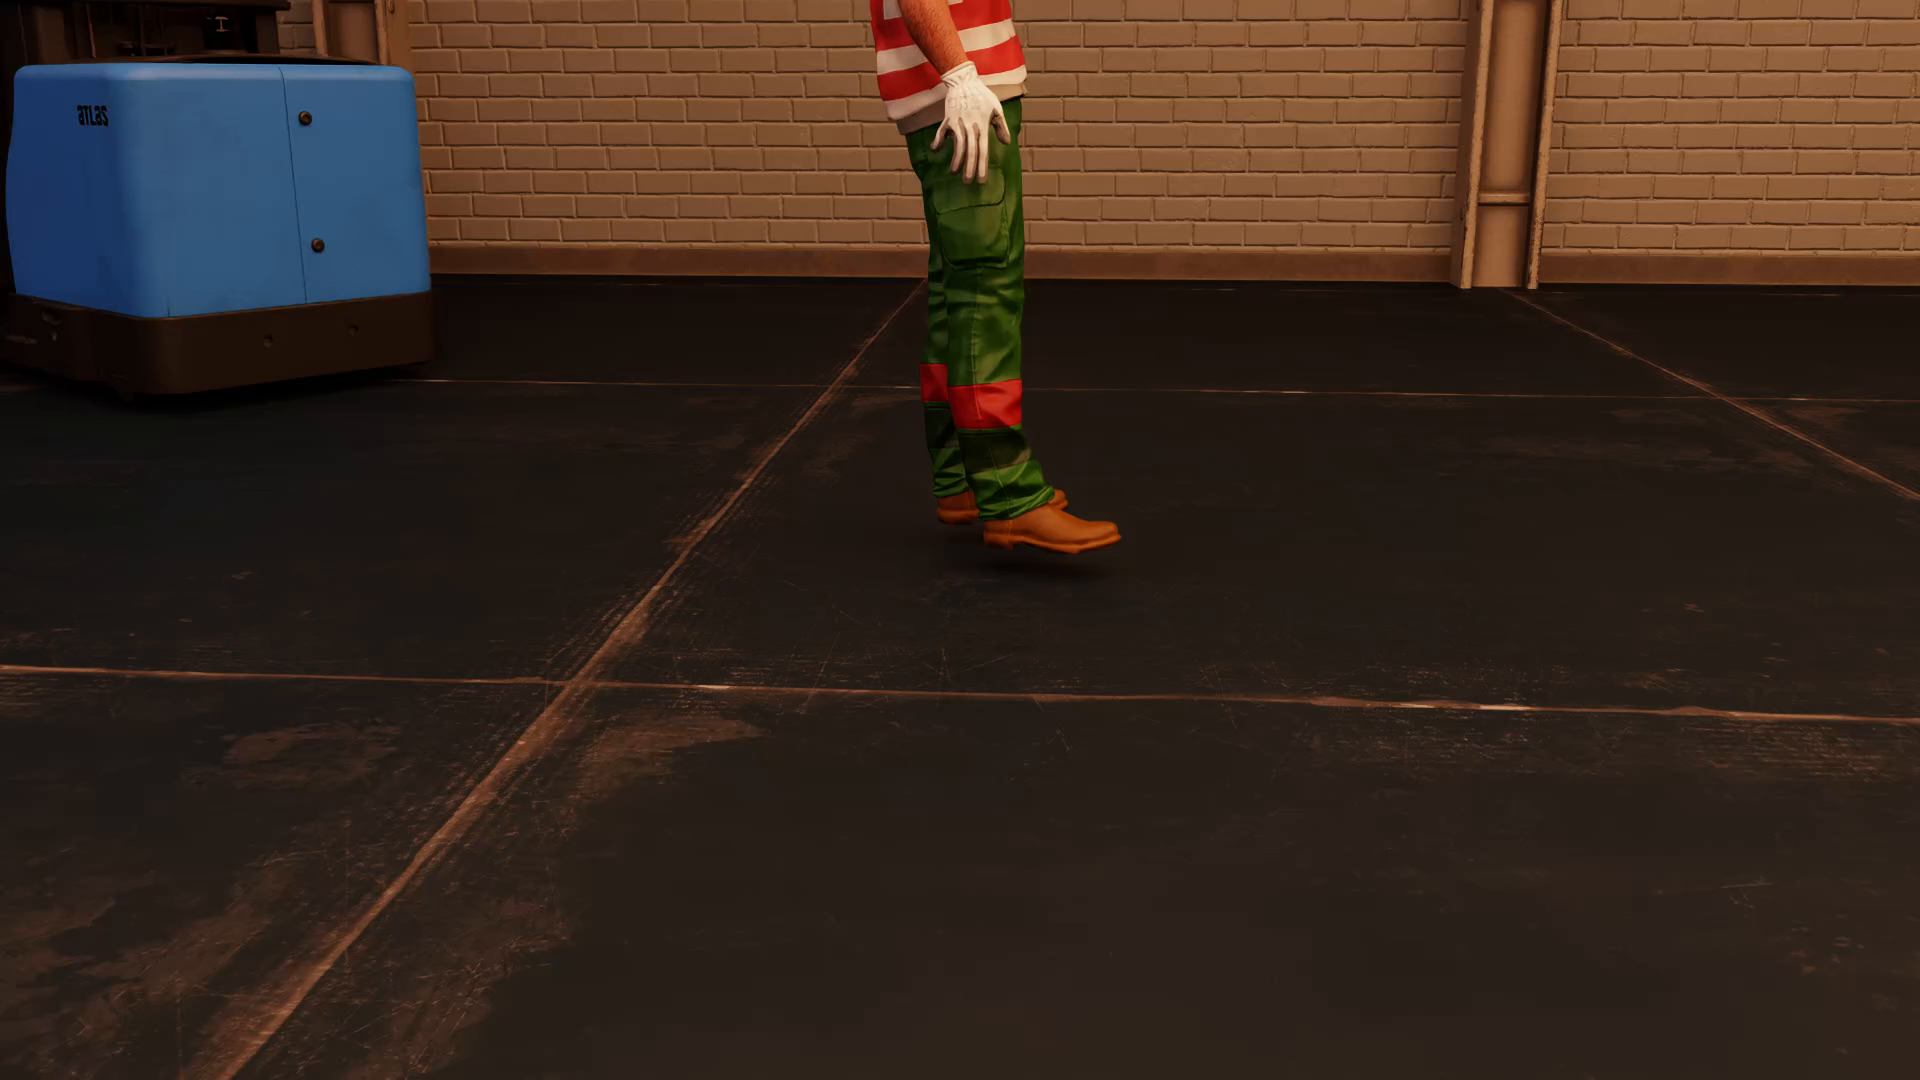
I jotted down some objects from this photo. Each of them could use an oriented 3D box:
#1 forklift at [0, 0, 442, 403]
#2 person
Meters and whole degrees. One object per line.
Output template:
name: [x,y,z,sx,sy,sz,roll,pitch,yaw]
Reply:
forklift: [-3.290,-2.152,6.143,3.031,2.935,1.130,13,20,39]
person: [0.080,-0.904,3.551,0.561,1.789,0.638,1,15,4]
